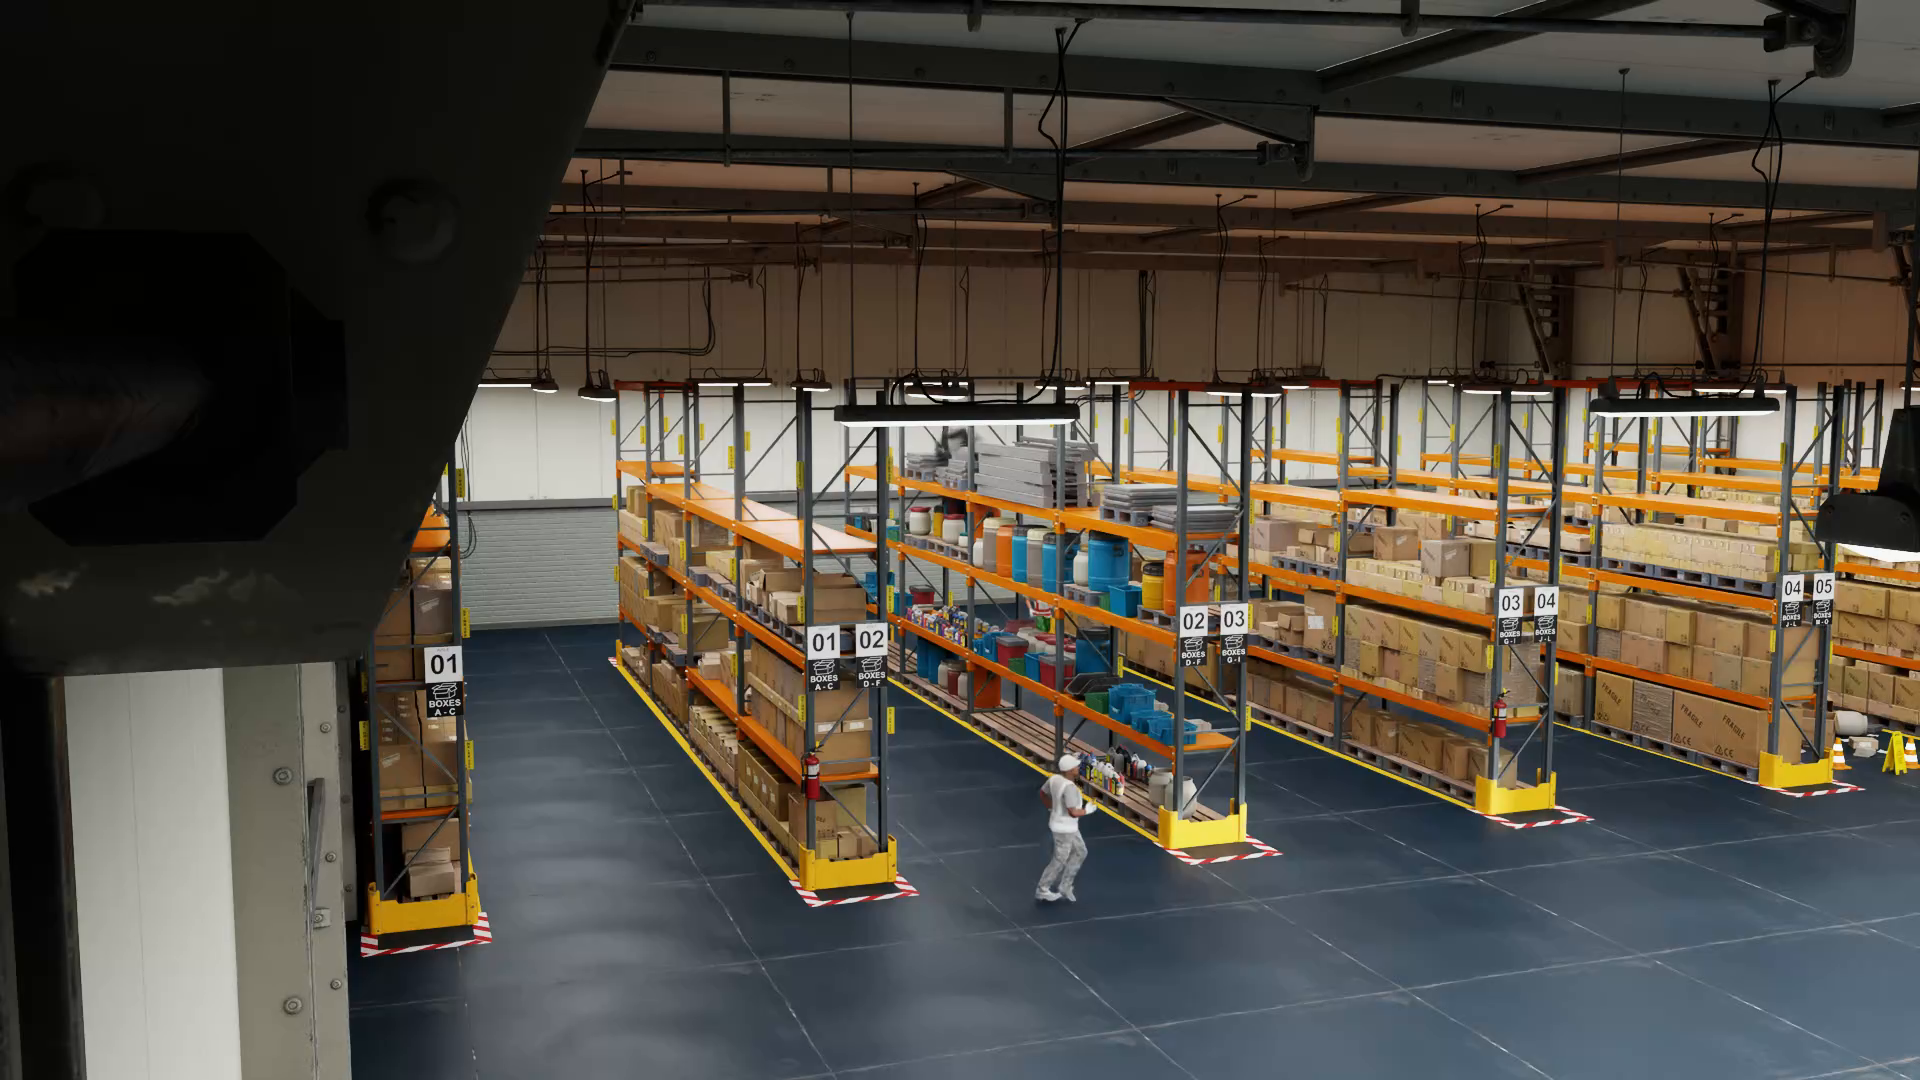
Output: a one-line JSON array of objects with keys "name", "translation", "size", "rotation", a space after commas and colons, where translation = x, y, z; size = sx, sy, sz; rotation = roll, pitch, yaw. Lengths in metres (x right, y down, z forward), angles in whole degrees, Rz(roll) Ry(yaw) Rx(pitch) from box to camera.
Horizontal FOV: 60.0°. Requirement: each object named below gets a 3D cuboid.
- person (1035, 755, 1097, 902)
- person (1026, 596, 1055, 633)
[{"name": "person", "translation": [1.245, 3.419, 19.452], "size": [0.715, 1.834, 0.649], "rotation": [0, 6, -4]}, {"name": "person", "translation": [1.778, 1.655, 35.641], "size": [0.626, 1.748, 0.726], "rotation": [-2, 6, -15]}]
